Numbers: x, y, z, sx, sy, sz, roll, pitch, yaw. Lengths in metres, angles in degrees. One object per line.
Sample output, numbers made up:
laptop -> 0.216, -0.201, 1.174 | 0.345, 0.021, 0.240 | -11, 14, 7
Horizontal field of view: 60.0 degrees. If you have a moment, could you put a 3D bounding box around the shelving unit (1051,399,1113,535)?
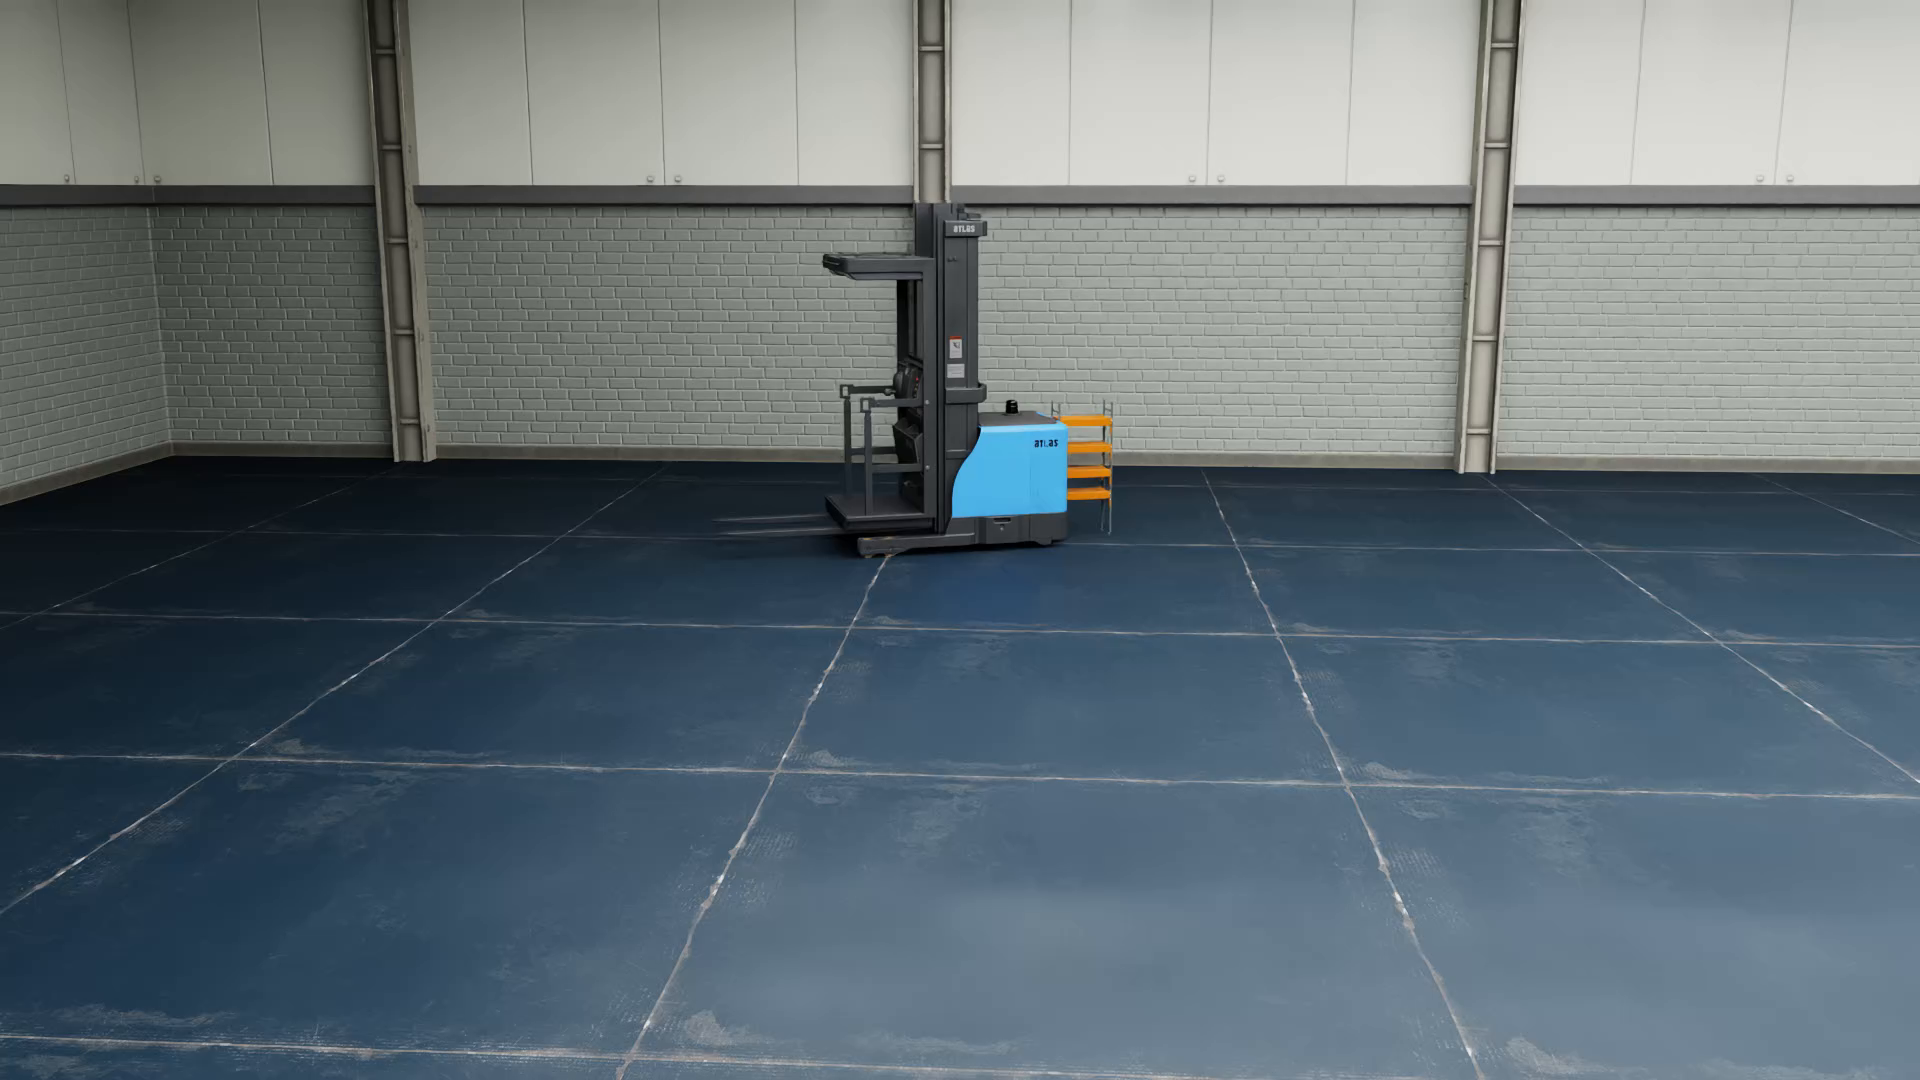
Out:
shelving unit -> 1.089, -0.648, 14.936 | 0.503, 1.200, 0.258 | -3, 12, -13

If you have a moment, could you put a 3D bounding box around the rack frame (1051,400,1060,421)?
rack frame -> 0.851, -0.637, 14.882 | 0.015, 1.200, 0.240 | -3, 12, -13

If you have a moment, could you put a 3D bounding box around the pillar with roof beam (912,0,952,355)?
pillar with roof beam -> -0.585, -4.370, 13.681 | 0.400, 9.000, 9.100 | 1, 12, 4

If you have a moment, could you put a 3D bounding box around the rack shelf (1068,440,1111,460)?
rack shelf -> 1.089, -0.801, 14.904 | 0.480, 0.148, 0.258 | -3, 12, -13

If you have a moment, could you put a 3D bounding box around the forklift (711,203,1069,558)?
forklift -> -0.629, -1.403, 14.317 | 3.031, 2.935, 1.130 | -3, 12, -13

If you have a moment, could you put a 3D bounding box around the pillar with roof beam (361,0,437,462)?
pillar with roof beam -> -6.572, -4.452, 14.073 | 0.400, 9.000, 9.100 | 1, 12, 4

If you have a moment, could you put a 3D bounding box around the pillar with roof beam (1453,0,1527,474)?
pillar with roof beam -> 5.402, -4.288, 13.288 | 0.400, 9.000, 9.100 | 1, 12, 4

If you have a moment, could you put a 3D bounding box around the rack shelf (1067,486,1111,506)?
rack shelf -> 1.089, -0.388, 14.991 | 0.480, 0.148, 0.258 | -3, 12, -13

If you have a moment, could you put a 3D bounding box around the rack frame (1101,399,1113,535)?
rack frame -> 1.327, -0.659, 14.990 | 0.015, 1.200, 0.240 | -3, 12, -13

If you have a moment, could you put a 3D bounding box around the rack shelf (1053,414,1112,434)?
rack shelf -> 1.089, -1.033, 14.856 | 0.480, 0.148, 0.258 | -3, 12, -13

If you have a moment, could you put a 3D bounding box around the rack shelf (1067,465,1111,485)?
rack shelf -> 1.089, -0.582, 14.950 | 0.480, 0.148, 0.258 | -3, 12, -13
